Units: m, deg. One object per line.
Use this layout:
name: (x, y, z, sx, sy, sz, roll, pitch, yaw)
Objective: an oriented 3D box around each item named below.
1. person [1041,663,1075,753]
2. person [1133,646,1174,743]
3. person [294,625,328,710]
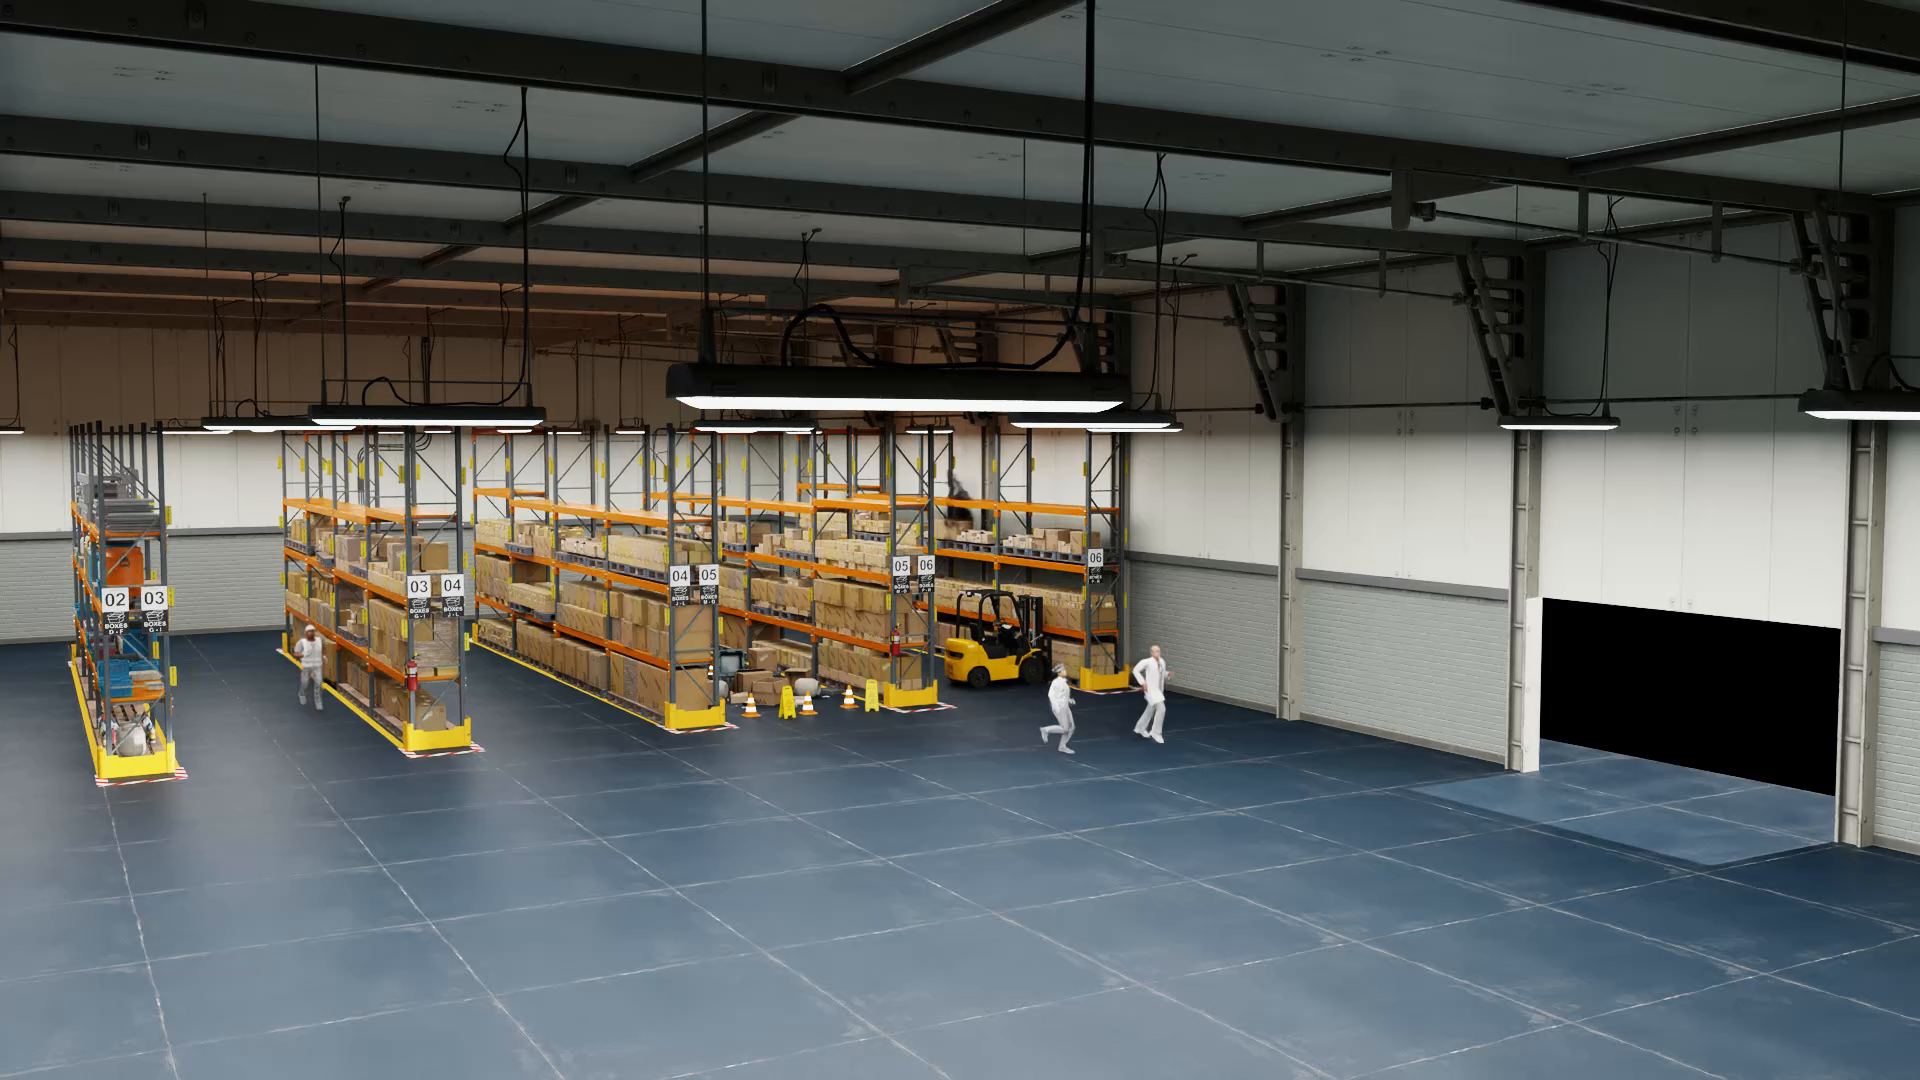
person: (1.790, 3.039, 30.203, 0.588, 1.637, 0.622, 1, 4, 23)
person: (3.666, 2.911, 31.426, 0.844, 1.856, 0.665, 3, 5, 39)
person: (-13.599, 2.658, 34.875, 0.690, 1.759, 1.004, -2, 4, -34)
